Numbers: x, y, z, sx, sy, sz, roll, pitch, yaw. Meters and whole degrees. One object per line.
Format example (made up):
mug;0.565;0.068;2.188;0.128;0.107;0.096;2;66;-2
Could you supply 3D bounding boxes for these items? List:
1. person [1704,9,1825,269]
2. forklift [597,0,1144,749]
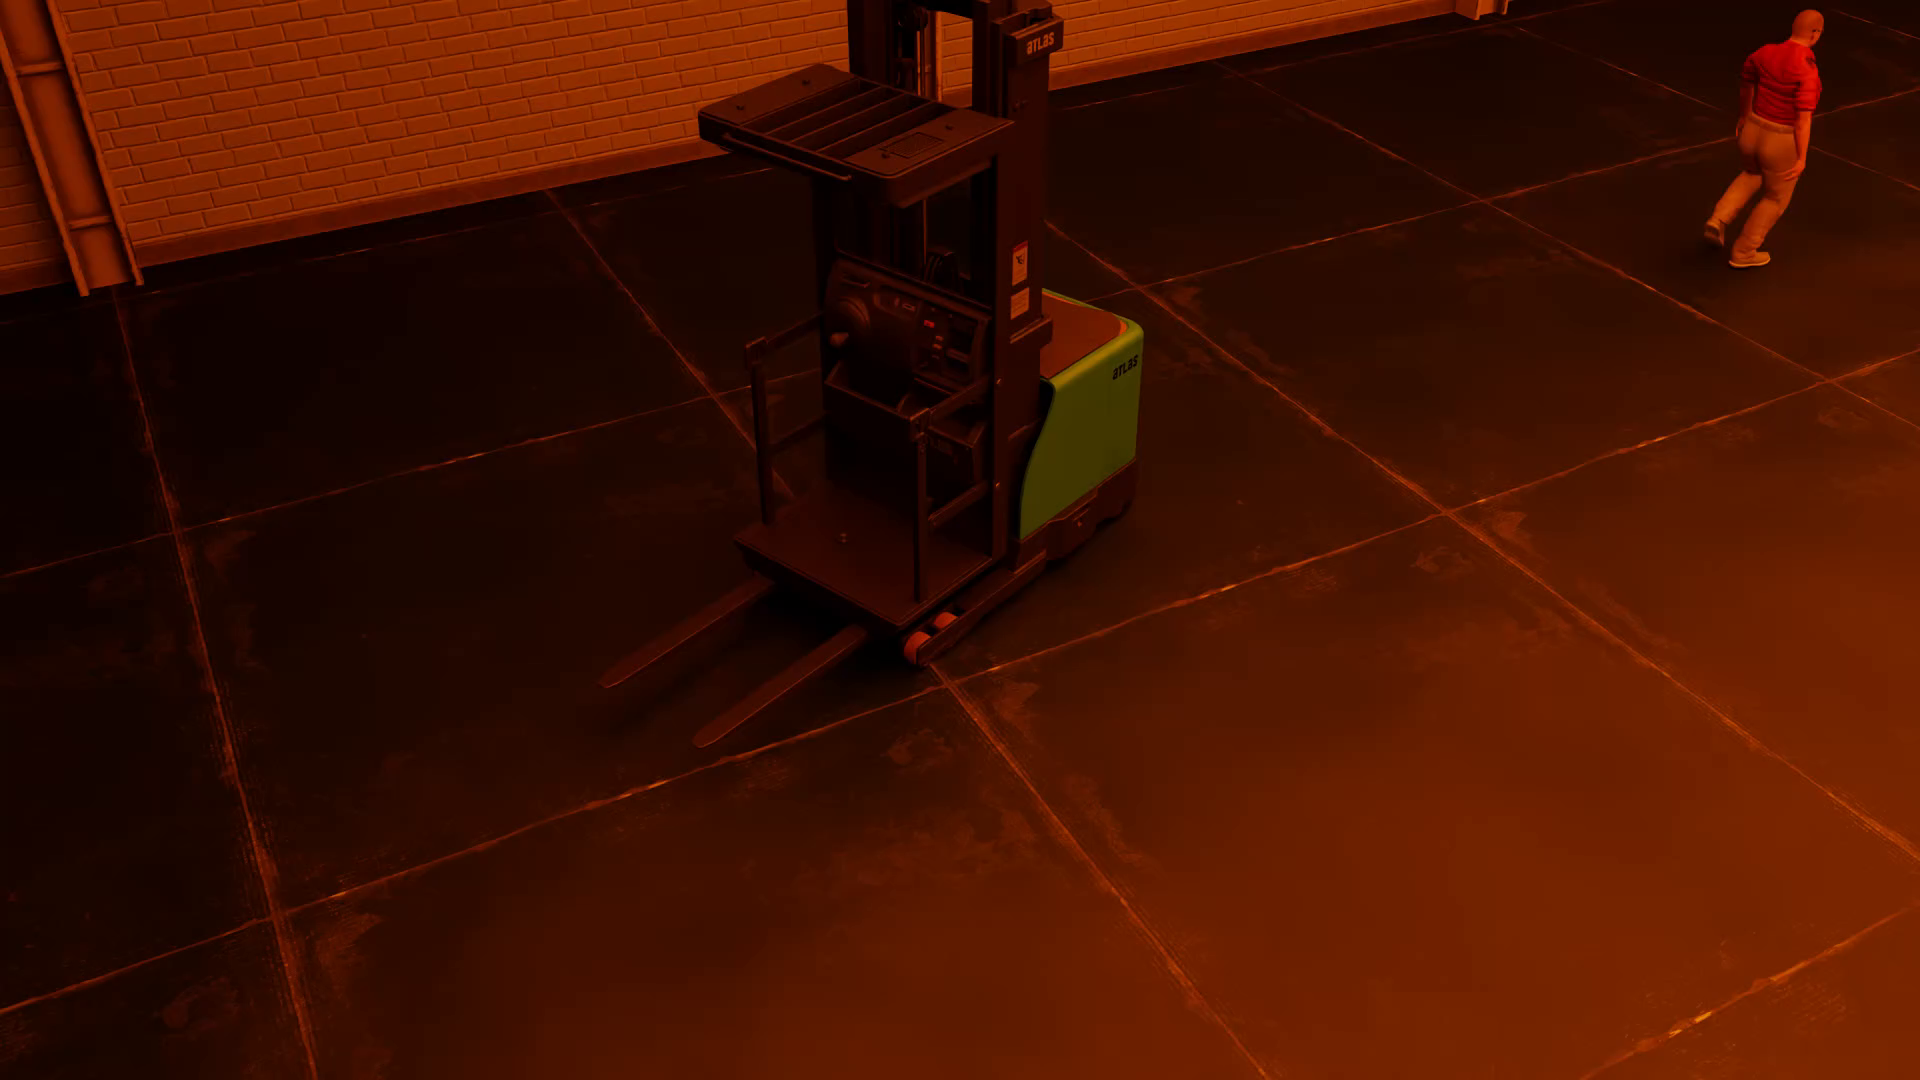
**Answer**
person;5.350;-2.630;10.904;0.467;1.707;0.691;-14;38;-19
forklift;-0.390;-0.927;7.434;1.130;2.935;3.031;26;43;31
